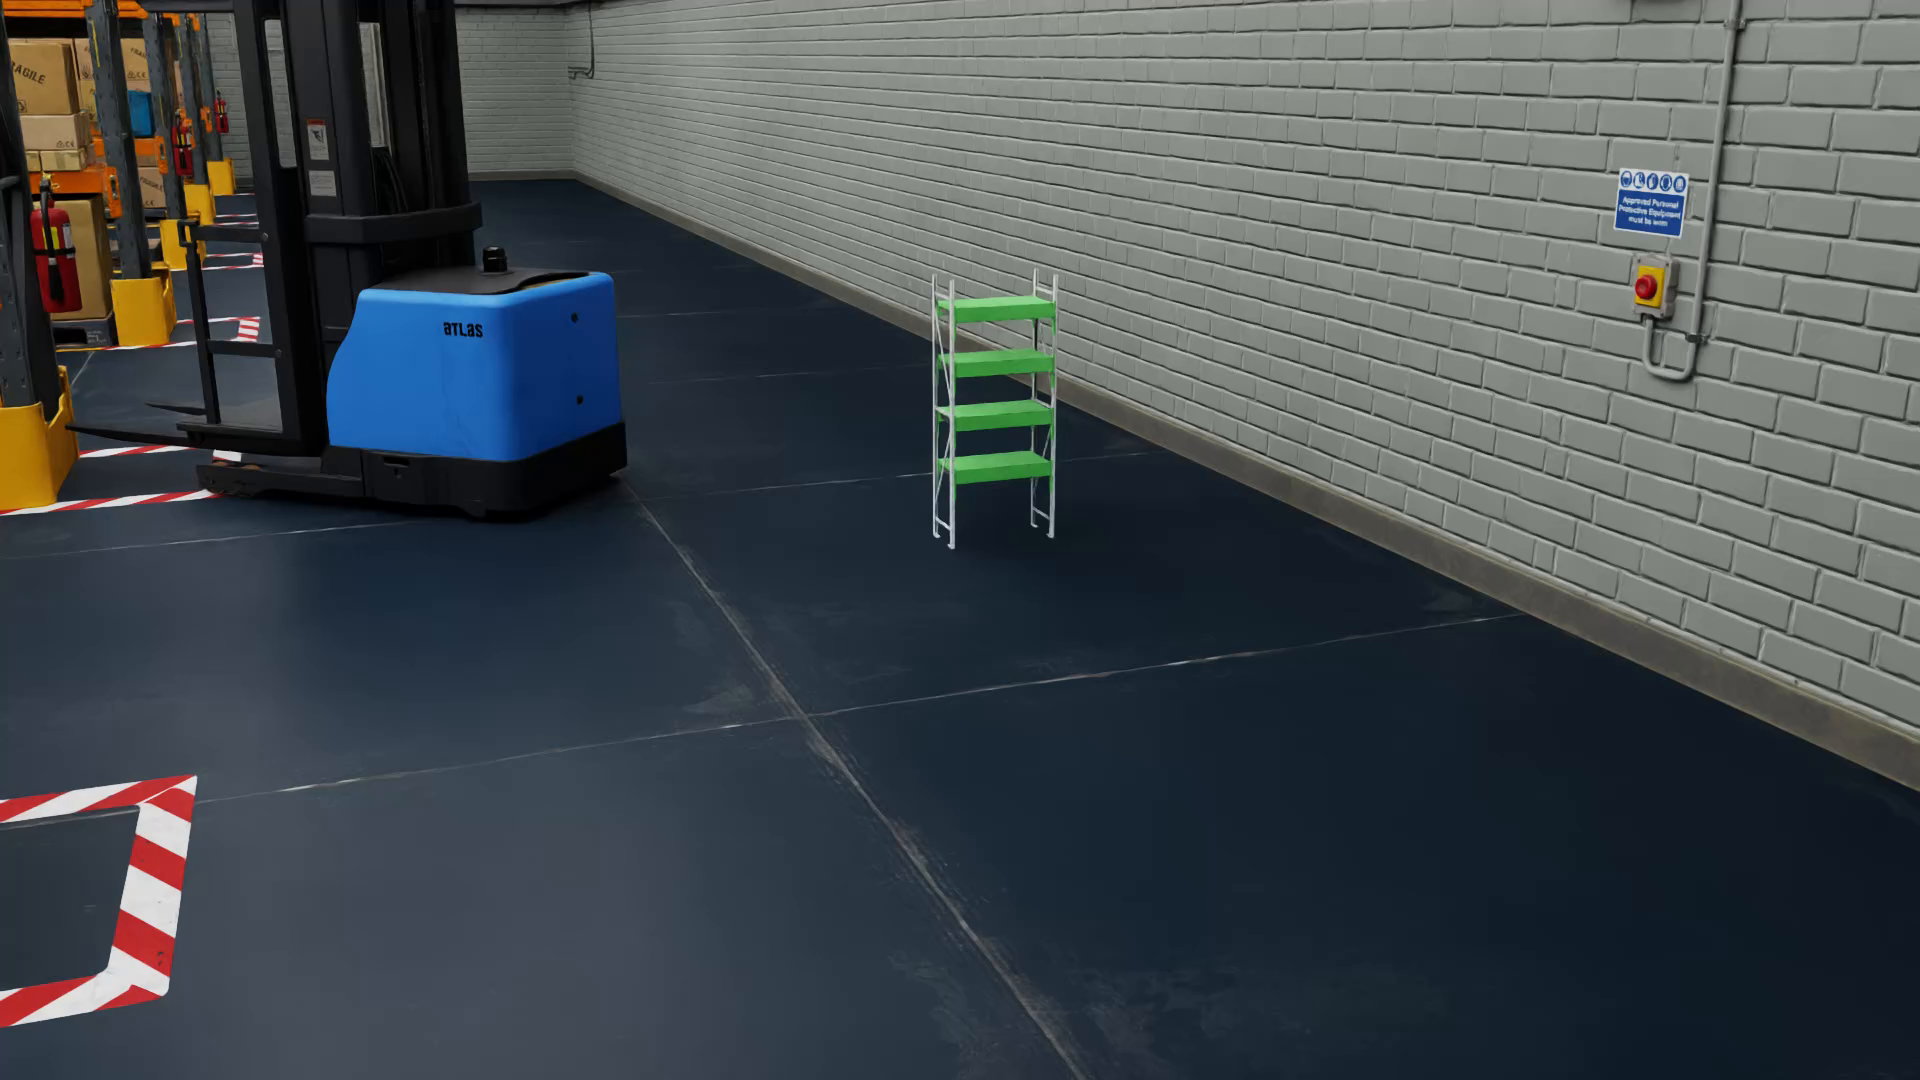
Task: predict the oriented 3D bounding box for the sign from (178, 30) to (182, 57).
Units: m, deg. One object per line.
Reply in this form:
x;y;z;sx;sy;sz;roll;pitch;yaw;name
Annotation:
-9.791;-6.231;20.877;0.005;0.325;0.100;-6;17;-20;sign

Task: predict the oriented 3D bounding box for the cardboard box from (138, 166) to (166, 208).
-10.390;-4.564;21.472;0.500;0.500;0.500;-6;17;-20;cardboard box

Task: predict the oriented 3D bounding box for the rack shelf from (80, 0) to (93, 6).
-8.297;-3.957;11.704;4.000;0.370;1.077;-6;17;-20;rack shelf

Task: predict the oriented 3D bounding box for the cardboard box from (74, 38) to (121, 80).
-10.759;-6.031;20.860;0.500;0.500;0.500;-6;17;-19;cardboard box

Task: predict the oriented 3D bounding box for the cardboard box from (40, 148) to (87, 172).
-6.644;-2.822;12.330;0.250;0.149;0.380;-6;17;-19;cardboard box

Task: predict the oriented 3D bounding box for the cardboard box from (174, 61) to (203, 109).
-12.219;-7.065;25.799;0.700;0.700;0.980;-5;17;-18;cardboard box

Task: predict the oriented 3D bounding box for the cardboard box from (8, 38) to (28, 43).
-11.721;-5.926;20.502;0.500;0.500;0.500;-6;17;-18;cardboard box

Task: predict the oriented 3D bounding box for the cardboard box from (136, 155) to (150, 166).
-12.832;-5.830;25.817;0.500;0.500;0.700;-6;17;-20;cardboard box

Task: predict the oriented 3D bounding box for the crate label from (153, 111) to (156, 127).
-8.550;-4.378;17.375;0.303;0.233;0.416;-6;17;-20;crate label

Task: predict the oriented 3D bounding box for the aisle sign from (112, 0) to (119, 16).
-6.469;-4.399;12.639;0.004;0.787;0.394;-6;17;-20;aisle sign

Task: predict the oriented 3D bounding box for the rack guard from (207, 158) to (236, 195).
-11.724;-5.778;26.386;0.348;0.500;1.175;-6;17;-20;rack guard

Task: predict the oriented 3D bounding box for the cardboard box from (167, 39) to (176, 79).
-10.479;-6.224;21.518;0.500;0.500;0.500;-6;17;-18;cardboard box

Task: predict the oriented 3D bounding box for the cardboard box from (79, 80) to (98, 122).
-10.774;-5.550;20.996;0.500;0.500;0.500;-6;17;-20;cardboard box

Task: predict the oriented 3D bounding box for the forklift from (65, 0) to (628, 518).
-3.304;-1.748;8.348;3.031;2.935;1.130;6;17;19;forklift

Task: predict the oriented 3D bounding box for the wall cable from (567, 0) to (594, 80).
-6.337;-8.840;27.240;0.112;2.526;3.097;-6;17;-20;wall cable

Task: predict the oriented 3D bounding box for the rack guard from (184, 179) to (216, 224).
-10.041;-4.465;21.915;0.348;0.500;1.175;-6;17;-20;rack guard

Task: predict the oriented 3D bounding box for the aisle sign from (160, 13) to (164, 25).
-8.241;-5.701;17.074;0.004;0.787;0.394;-6;17;-20;aisle sign

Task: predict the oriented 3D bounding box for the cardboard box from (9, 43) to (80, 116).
-6.790;-3.377;12.183;0.500;0.500;0.500;-6;17;-19;cardboard box

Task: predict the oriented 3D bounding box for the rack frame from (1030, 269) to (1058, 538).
0.382;-0.617;7.570;0.015;1.200;0.240;-6;17;-20;rack frame

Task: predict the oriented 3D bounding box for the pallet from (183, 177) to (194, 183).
-12.465;-5.536;26.074;1.213;0.211;1.003;-6;17;-20;pallet

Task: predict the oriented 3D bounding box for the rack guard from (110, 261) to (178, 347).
-6.407;-1.868;13.072;0.348;0.500;1.175;-6;17;-20;rack guard

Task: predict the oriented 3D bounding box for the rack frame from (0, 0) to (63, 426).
-4.749;-1.750;8.233;0.127;3.000;1.000;-6;17;-20;rack frame

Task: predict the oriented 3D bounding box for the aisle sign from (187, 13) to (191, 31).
-10.012;-7.003;21.509;0.004;0.787;0.394;-6;17;-20;aisle sign

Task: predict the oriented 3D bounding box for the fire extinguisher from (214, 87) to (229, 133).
-11.440;-6.653;25.728;0.183;0.674;0.296;-6;17;-20;fire extinguisher

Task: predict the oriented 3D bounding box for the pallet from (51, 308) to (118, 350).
-7.148;-1.626;12.760;1.213;0.211;1.003;-6;17;-20;pallet

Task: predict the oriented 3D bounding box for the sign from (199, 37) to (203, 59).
-11.565;-7.500;25.338;0.005;0.325;0.100;-6;17;-20;sign

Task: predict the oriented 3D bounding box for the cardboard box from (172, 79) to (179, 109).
-10.479;-5.744;21.659;0.500;0.500;0.500;-6;17;-19;cardboard box

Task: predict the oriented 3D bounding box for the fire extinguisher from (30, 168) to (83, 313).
-4.348;-1.438;7.970;0.183;0.674;0.296;-6;17;-20;fire extinguisher

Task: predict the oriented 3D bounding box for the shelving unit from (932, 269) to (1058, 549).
0.155;-0.592;7.486;0.503;1.200;0.258;-6;17;-20;shelving unit

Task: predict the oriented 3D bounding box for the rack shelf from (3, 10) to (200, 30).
-13.614;-7.867;25.018;4.000;0.370;1.077;-6;17;-20;rack shelf

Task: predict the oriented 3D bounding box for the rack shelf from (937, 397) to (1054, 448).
0.155;-0.531;7.504;0.480;0.148;0.258;-6;17;-20;rack shelf

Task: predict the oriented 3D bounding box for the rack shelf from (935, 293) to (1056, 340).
0.155;-0.992;7.369;0.480;0.148;0.258;-6;17;-20;rack shelf

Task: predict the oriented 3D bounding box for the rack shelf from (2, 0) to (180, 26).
-11.838;-6.564;20.581;4.000;0.370;1.077;-6;17;-20;rack shelf

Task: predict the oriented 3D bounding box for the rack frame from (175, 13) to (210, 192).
-9.970;-5.672;21.589;0.127;3.000;1.000;-6;17;-20;rack frame

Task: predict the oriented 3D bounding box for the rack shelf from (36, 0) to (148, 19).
-10.069;-5.261;16.142;4.000;0.370;1.077;-6;17;-20;rack shelf

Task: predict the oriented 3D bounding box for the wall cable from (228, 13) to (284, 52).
-10.889;-7.840;27.170;1.851;1.984;0.084;-6;17;-20;wall cable

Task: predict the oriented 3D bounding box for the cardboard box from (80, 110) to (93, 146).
-6.974;-3.158;12.768;0.500;0.250;0.500;-7;18;-22;cardboard box

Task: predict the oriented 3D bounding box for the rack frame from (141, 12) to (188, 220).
-8.201;-4.368;17.150;0.127;3.000;1.000;-6;17;-20;rack frame
